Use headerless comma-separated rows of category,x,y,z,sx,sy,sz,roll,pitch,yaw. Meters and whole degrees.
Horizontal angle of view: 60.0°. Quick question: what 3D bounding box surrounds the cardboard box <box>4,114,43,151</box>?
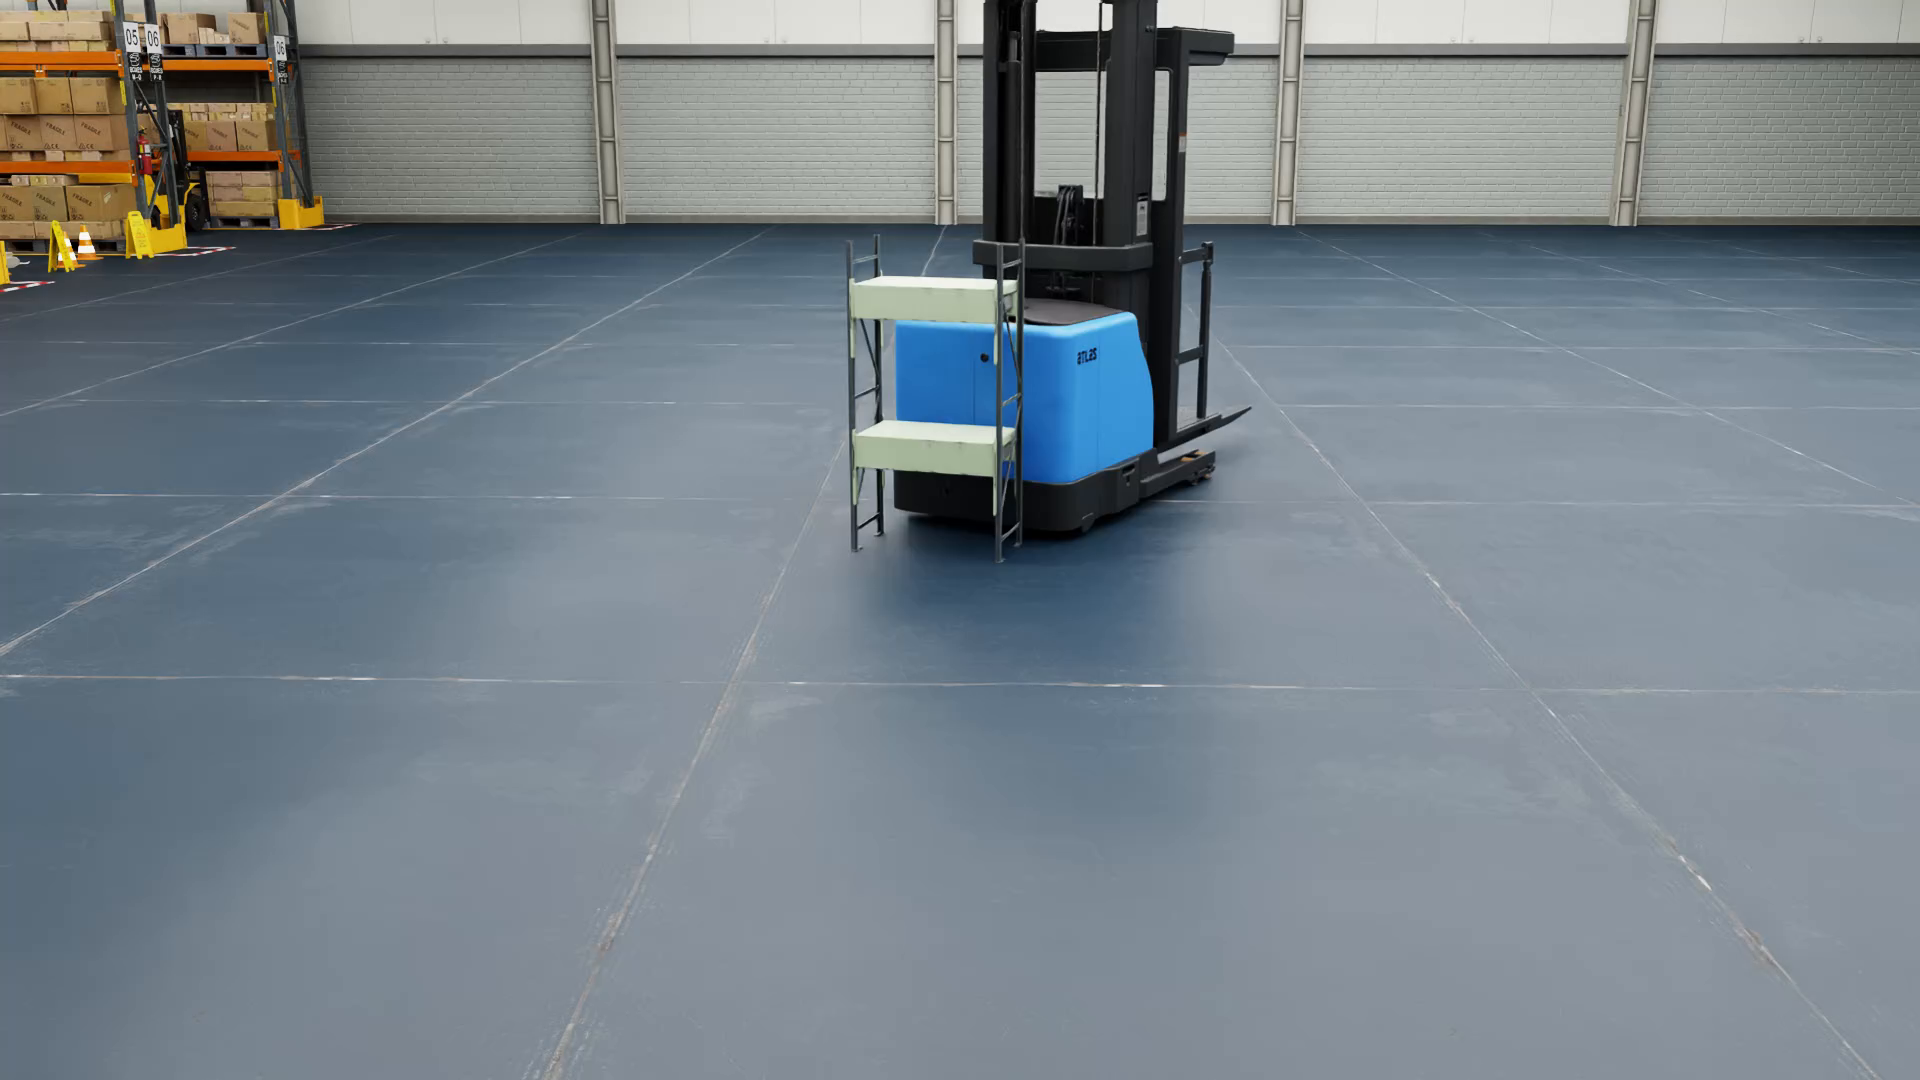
cardboard box,-13.241,-5.824,23.757,0.500,0.500,0.500,0,15,1

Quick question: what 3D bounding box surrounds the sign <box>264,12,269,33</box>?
sign,-11.596,-8.658,27.816,0.005,0.325,0.100,0,15,1

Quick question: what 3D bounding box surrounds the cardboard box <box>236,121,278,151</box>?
cardboard box,-12.067,-6.941,28.571,0.500,0.500,0.500,0,15,0

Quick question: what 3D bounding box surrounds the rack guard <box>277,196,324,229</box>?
rack guard,-11.544,-5.747,29.144,0.348,0.500,1.175,0,15,1

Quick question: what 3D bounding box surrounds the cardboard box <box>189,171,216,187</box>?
cardboard box,-13.052,-6.239,28.715,0.500,0.250,0.500,1,15,2

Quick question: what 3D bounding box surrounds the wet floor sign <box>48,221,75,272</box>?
wet floor sign,-11.637,-3.794,21.454,0.232,0.644,0.267,-2,15,-8

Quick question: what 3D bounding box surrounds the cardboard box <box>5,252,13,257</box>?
cardboard box,-13.052,-3.805,22.471,0.250,0.149,0.380,9,17,30

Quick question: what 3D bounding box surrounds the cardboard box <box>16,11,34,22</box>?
cardboard box,-13.046,-7.358,23.399,0.250,0.149,0.380,0,15,1

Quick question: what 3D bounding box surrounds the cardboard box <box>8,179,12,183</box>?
cardboard box,-16.089,-6.038,29.176,0.625,0.625,0.875,1,15,4

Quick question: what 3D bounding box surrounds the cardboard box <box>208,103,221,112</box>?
cardboard box,-12.688,-7.420,28.532,0.250,0.149,0.380,0,15,2

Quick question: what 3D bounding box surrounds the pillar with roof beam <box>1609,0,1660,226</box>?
pillar with roof beam,11.641,-8.837,24.195,0.400,9.000,9.100,0,15,1

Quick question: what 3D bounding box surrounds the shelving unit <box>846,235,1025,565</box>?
shelving unit,-0.111,-0.686,7.999,0.755,1.500,0.431,5,15,17

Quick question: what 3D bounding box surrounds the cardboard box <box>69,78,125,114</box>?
cardboard box,-12.207,-6.314,23.651,0.500,0.500,0.700,0,15,0

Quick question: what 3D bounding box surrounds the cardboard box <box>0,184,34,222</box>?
cardboard box,-13.525,-4.873,24.026,0.500,0.500,0.500,0,15,0

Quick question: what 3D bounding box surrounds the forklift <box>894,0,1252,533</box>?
forklift,0.834,-1.780,9.340,1.130,2.935,3.031,9,17,29

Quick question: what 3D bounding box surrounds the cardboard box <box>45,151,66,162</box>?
cardboard box,-12.840,-5.491,23.765,0.250,0.149,0.380,1,15,2

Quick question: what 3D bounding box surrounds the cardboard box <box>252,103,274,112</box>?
cardboard box,-11.931,-7.411,28.497,0.250,0.149,0.380,0,15,2

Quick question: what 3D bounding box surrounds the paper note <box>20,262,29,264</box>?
paper note,-12.687,-3.753,22.506,0.142,0.019,0.148,-5,16,-18

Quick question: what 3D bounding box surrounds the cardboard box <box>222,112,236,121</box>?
cardboard box,-12.436,-7.260,28.511,0.250,0.149,0.380,1,15,2

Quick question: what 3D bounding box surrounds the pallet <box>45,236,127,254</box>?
pallet,-12.578,-4.357,24.440,1.213,0.211,1.003,0,15,1

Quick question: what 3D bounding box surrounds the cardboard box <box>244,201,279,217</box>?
cardboard box,-12.046,-5.752,28.829,0.500,0.250,0.500,0,15,2

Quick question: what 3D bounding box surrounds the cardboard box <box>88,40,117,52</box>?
cardboard box,-12.055,-6.950,23.416,0.250,0.149,0.380,0,15,2

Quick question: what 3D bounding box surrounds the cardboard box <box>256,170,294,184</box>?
cardboard box,-12.044,-6.365,29.190,0.500,0.250,0.500,0,15,1

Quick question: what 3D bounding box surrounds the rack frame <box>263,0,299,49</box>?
rack frame,-11.568,-9.857,28.060,0.127,3.000,1.000,0,15,1

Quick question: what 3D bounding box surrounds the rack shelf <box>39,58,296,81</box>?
rack shelf,-13.567,-8.072,28.584,4.000,0.370,1.077,0,15,1

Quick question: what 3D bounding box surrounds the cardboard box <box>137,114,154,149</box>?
cardboard box,-12.158,-5.956,24.257,0.500,0.500,0.500,0,15,1

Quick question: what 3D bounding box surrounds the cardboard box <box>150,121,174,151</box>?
cardboard box,-13.600,-6.950,28.607,0.500,0.500,0.500,0,15,2

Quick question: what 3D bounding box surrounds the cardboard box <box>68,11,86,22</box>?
cardboard box,-12.294,-7.343,23.342,0.250,0.149,0.380,1,15,2

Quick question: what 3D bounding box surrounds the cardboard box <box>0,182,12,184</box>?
cardboard box,-14.073,-5.011,24.551,0.500,0.500,0.500,1,15,4

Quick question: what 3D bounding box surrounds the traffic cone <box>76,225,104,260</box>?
traffic cone,-12.154,-4.137,23.115,0.334,0.463,0.336,0,15,1

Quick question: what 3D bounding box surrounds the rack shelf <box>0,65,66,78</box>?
rack shelf,-17.566,-8.098,28.683,4.000,0.370,1.077,0,15,1

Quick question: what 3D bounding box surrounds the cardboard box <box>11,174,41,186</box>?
cardboard box,-13.382,-5.169,23.876,0.250,0.149,0.380,1,15,4

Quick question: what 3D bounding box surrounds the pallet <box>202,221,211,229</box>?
pallet,-13.550,-5.611,29.193,1.213,0.211,1.003,0,15,1

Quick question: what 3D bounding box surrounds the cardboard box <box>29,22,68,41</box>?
cardboard box,-12.712,-7.154,23.405,0.500,0.250,0.500,0,15,1

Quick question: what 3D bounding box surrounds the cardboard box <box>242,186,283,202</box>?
cardboard box,-12.063,-5.995,28.769,0.500,0.250,0.500,0,15,1

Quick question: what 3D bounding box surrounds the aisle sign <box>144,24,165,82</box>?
aisle sign,-11.621,-7.026,23.994,0.004,0.787,0.394,0,15,1

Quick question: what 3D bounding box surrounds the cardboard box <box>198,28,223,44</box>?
cardboard box,-12.658,-8.523,28.127,0.258,0.266,0.396,0,15,2

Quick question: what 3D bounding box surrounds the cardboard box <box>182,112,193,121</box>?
cardboard box,-13.205,-7.251,28.476,0.250,0.149,0.380,0,15,2

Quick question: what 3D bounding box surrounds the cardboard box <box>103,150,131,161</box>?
cardboard box,-12.070,-5.517,23.862,0.250,0.149,0.380,1,15,3

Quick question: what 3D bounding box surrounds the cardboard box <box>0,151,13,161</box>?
cardboard box,-13.598,-5.532,23.919,0.250,0.149,0.380,0,15,1

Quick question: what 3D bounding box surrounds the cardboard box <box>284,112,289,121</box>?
cardboard box,-11.901,-7.386,28.989,0.250,0.149,0.380,0,15,0

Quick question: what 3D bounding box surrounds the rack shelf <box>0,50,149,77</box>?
rack shelf,-13.690,-6.806,23.786,4.000,0.370,1.077,0,15,1

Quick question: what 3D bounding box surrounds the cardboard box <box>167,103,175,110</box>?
cardboard box,-13.465,-7.419,28.530,0.250,0.149,0.380,1,15,2

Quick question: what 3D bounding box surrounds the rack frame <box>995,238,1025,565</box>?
rack frame,0.238,-0.657,7.892,0.023,1.500,0.400,5,15,17

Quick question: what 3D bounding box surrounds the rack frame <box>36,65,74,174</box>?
rack frame,-15.567,-6.982,28.925,0.127,3.000,1.000,0,15,1

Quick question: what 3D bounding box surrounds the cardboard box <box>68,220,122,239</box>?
cardboard box,-12.530,-4.501,24.085,0.500,0.250,0.500,0,15,1

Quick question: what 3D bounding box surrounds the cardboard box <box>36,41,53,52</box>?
cardboard box,-12.821,-6.972,23.500,0.250,0.149,0.380,0,15,2
